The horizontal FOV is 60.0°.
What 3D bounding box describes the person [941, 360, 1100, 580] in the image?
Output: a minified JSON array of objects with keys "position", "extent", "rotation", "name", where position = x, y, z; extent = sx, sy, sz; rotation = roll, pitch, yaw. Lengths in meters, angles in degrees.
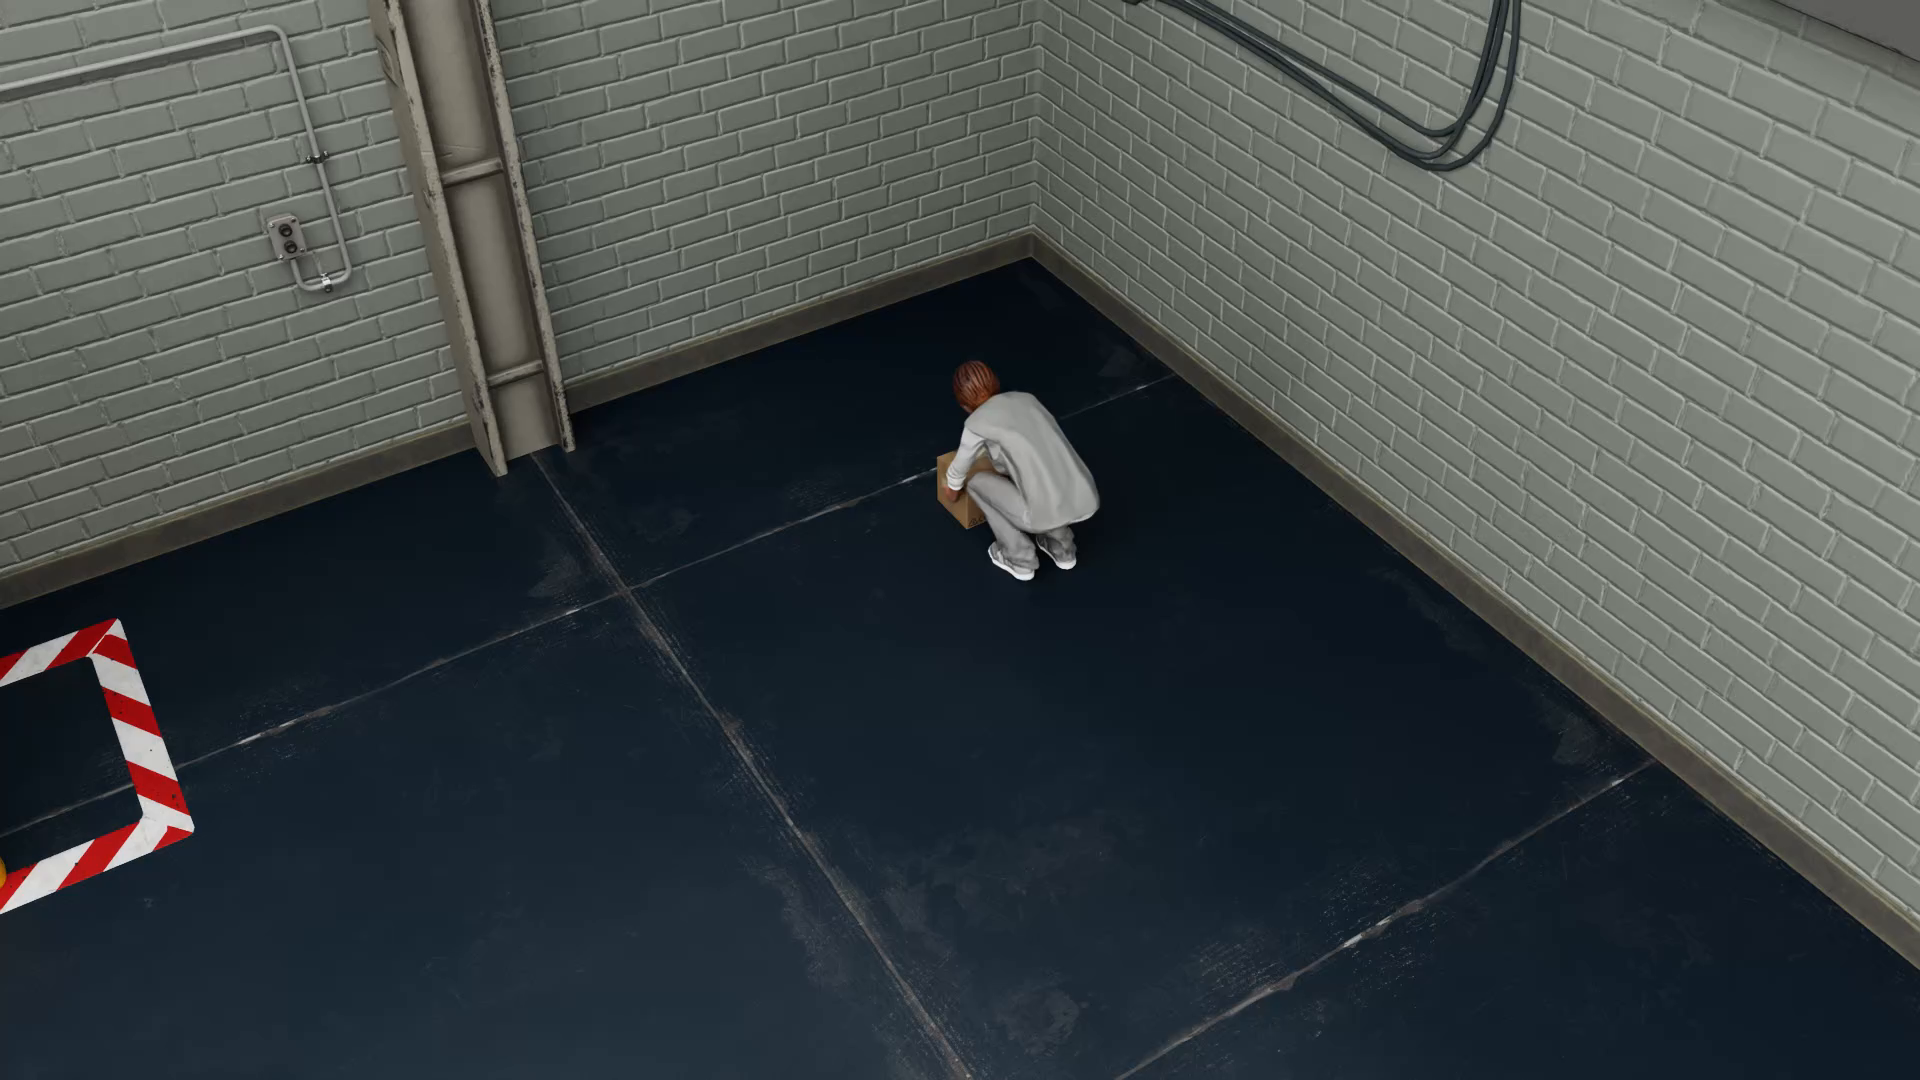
[{"position":[0.253,-0.267,7.049],"extent":[0.443,0.835,0.803],"rotation":[-23,46,-24],"name":"person"}]
